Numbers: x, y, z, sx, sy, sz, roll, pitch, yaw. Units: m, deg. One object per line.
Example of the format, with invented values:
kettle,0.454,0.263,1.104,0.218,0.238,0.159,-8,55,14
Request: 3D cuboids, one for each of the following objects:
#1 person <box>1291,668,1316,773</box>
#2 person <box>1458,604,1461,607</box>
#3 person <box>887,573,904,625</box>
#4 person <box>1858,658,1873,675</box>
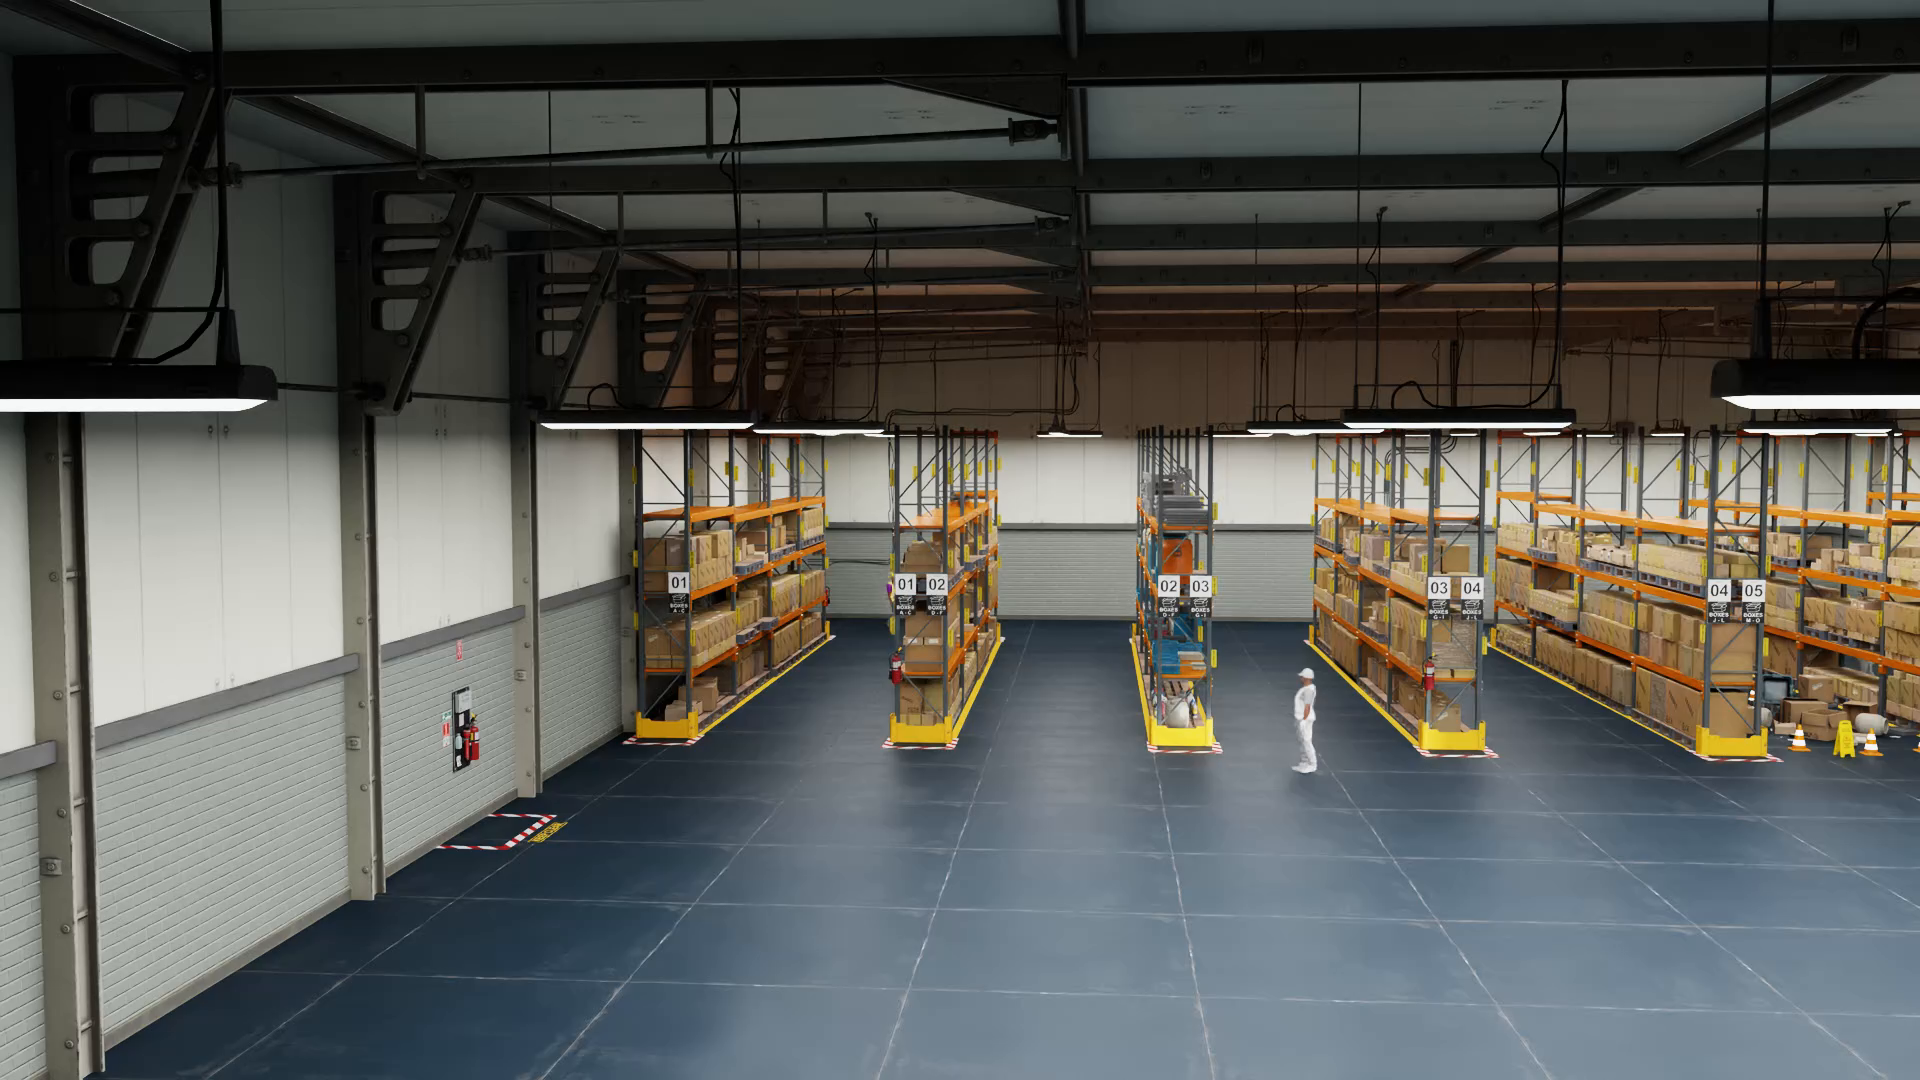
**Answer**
person,5.941,3.104,28.716,0.396,1.797,0.637,-1,3,-9
person,14.299,2.075,47.199,0.845,1.570,0.460,-1,4,-22
person,-1.925,1.847,49.588,0.479,1.755,0.595,1,4,13
person,21.601,2.515,39.717,0.432,1.668,0.515,3,4,39
